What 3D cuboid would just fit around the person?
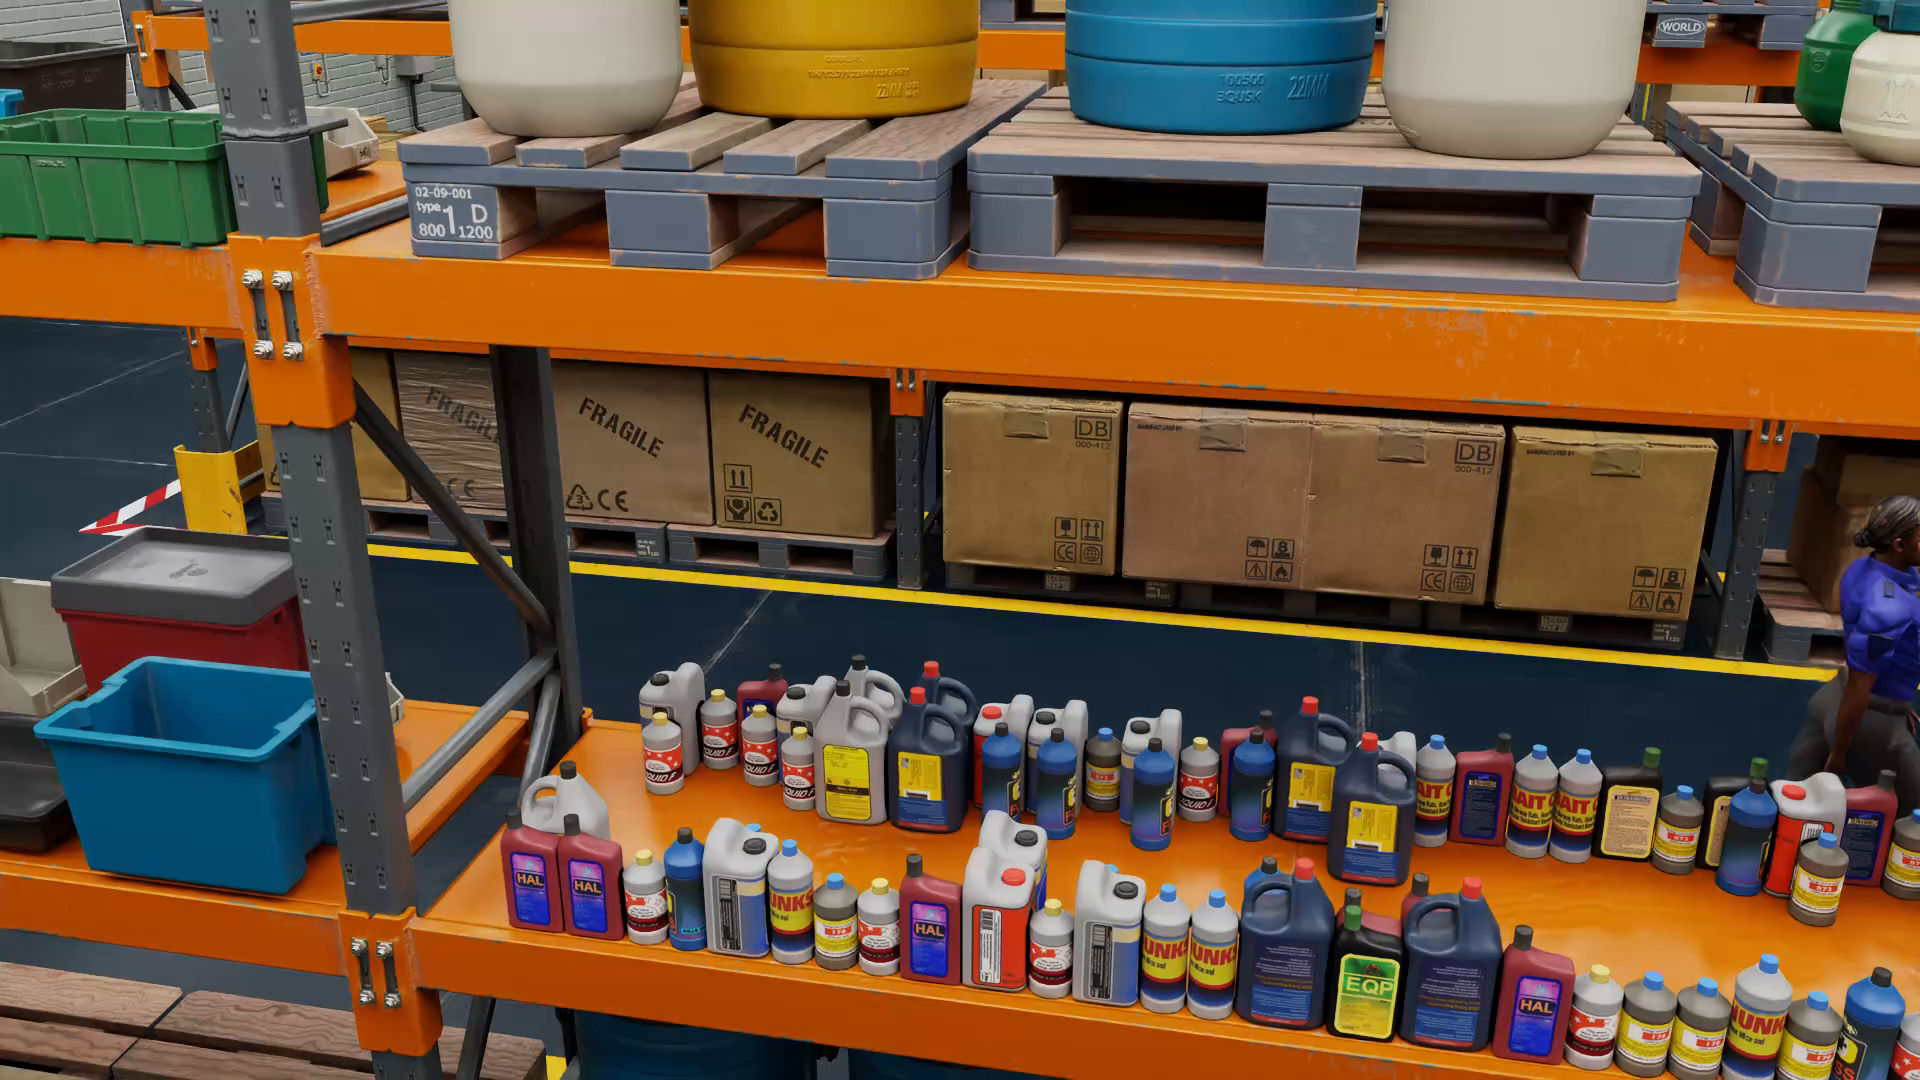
[{"bbox_3d":[3.035,0.605,5.566,0.989,1.604,0.447,5,22,12],"label":"person"}]
